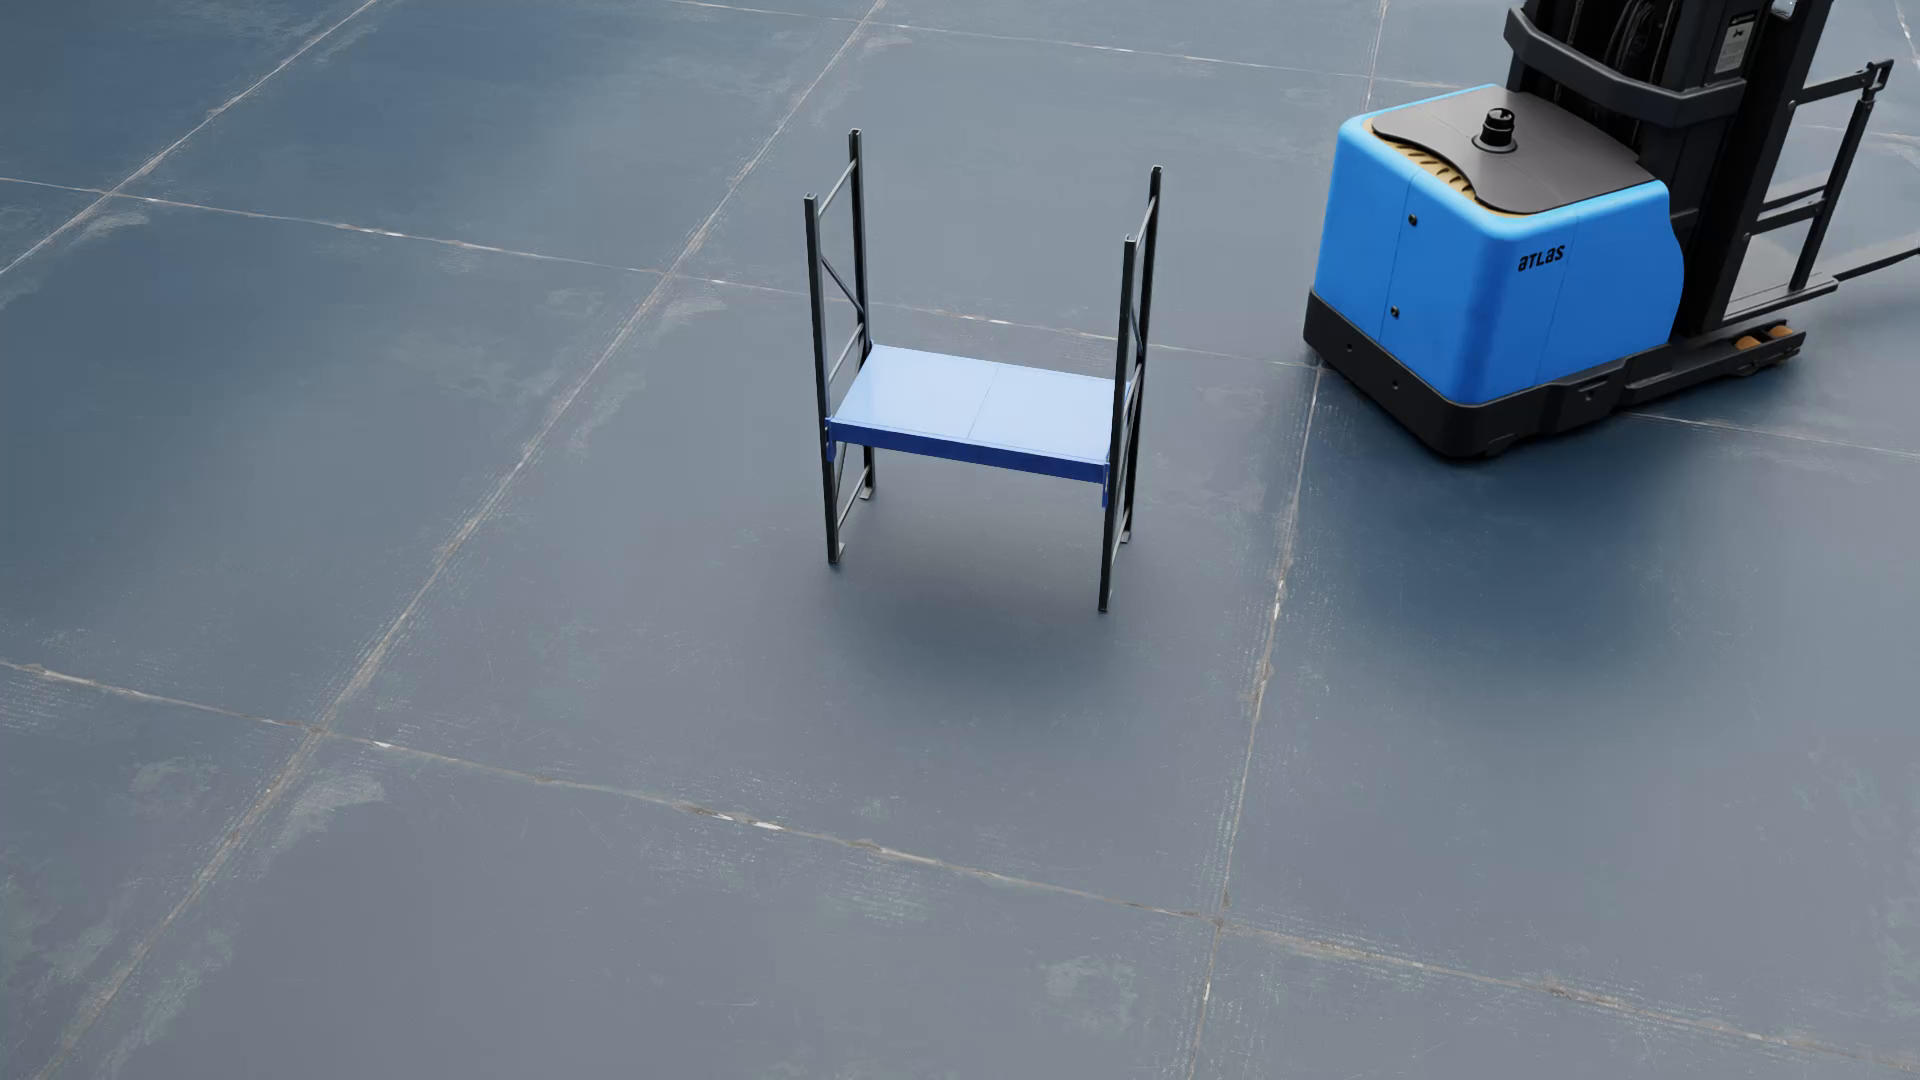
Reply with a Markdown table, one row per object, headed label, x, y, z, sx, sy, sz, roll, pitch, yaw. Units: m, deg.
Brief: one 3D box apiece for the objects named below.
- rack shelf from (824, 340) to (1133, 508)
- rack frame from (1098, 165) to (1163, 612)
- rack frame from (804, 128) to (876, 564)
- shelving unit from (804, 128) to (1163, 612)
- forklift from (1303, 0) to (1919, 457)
| label | x | y | z | sx | sy | sz | roll | pitch | yaw |
| --- | --- | --- | --- | --- | --- | --- | --- | --- | --- |
| rack shelf | 0.082 | -0.422 | 5.866 | 1.000 | 0.185 | 0.538 | 10 | 41 | 11 |
| rack frame | 0.573 | -0.476 | 5.650 | 0.032 | 1.500 | 0.500 | 10 | 41 | 11 |
| rack frame | -0.409 | -0.645 | 5.851 | 0.032 | 1.500 | 0.500 | 10 | 41 | 11 |
| shelving unit | 0.082 | -0.560 | 5.751 | 1.048 | 1.500 | 0.538 | 10 | 41 | 11 |
| forklift | 3.034 | -2.106 | 6.478 | 3.031 | 2.935 | 1.130 | -18 | 43 | -20 |
